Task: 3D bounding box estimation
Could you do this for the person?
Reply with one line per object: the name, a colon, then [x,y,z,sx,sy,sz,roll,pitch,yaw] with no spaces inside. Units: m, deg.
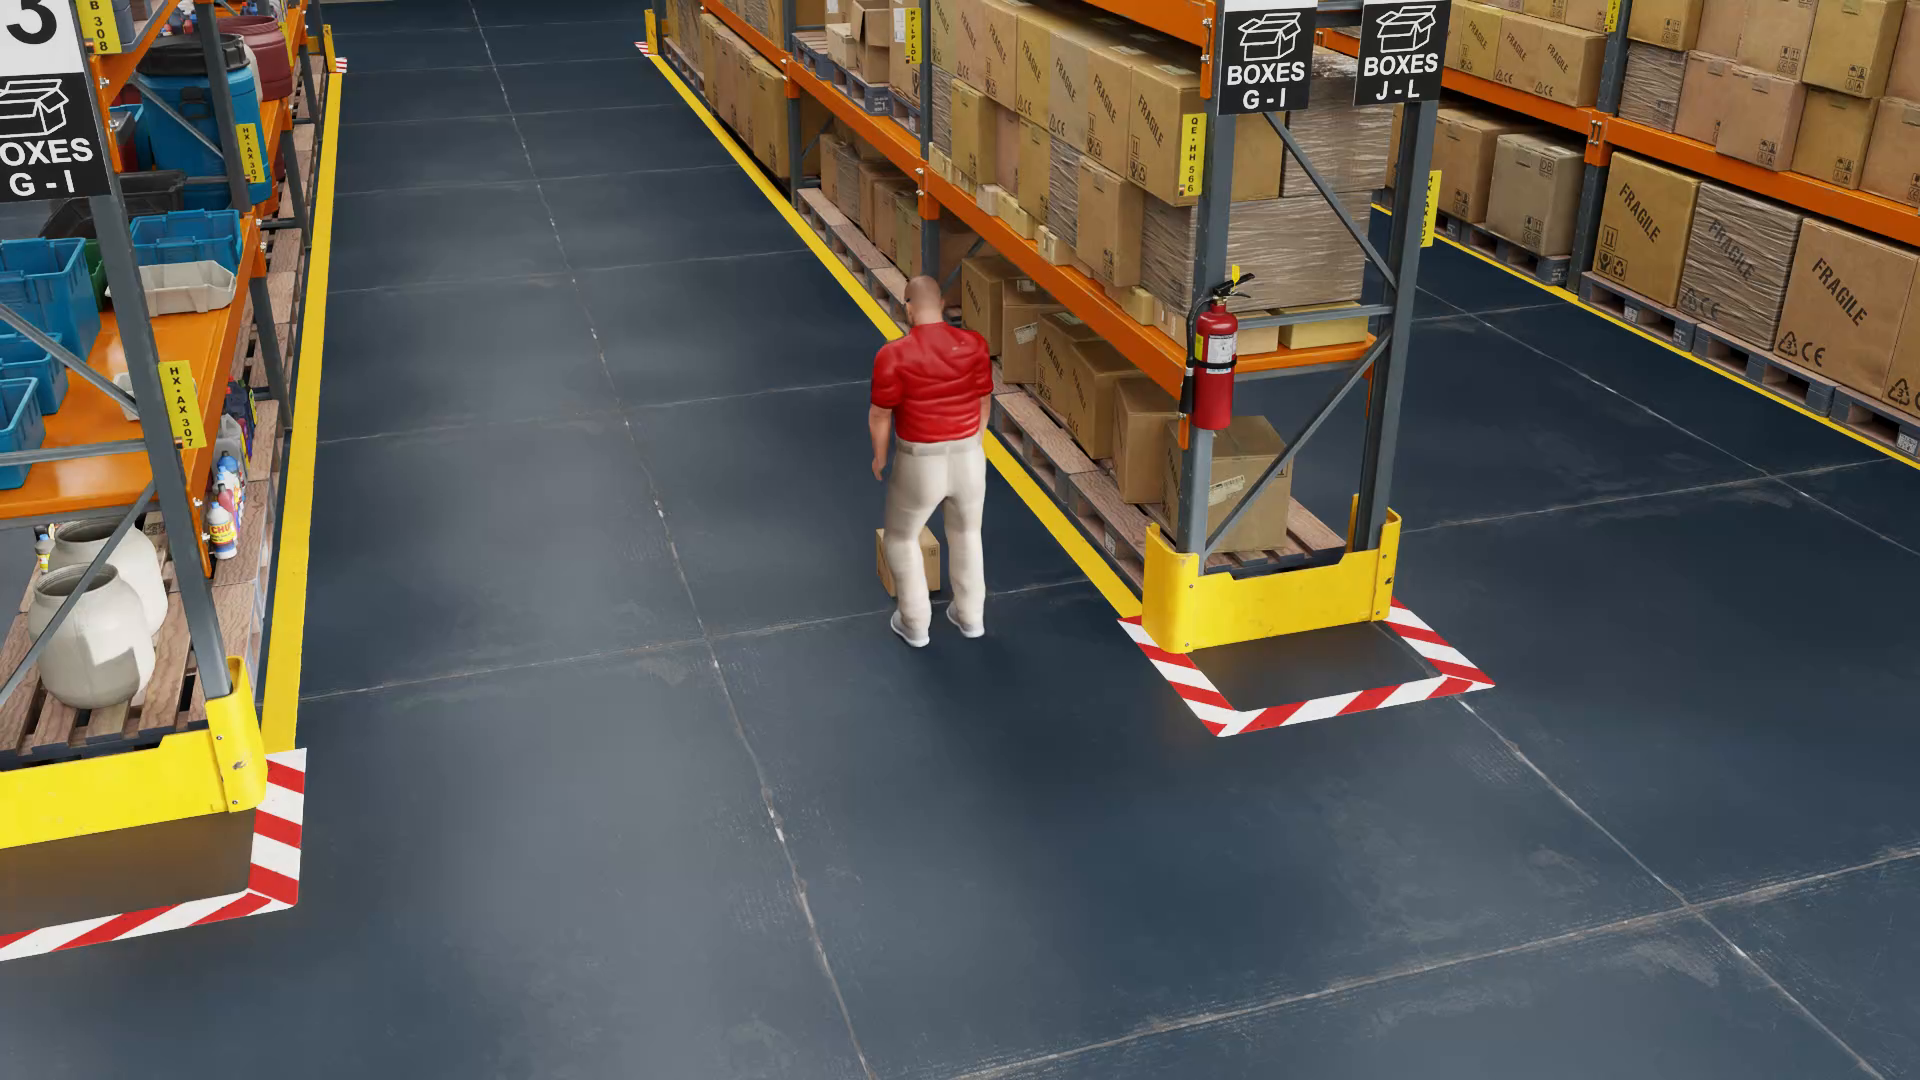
person: [-0.129,-0.326,7.360,0.553,1.688,0.415,-7,27,-15]
